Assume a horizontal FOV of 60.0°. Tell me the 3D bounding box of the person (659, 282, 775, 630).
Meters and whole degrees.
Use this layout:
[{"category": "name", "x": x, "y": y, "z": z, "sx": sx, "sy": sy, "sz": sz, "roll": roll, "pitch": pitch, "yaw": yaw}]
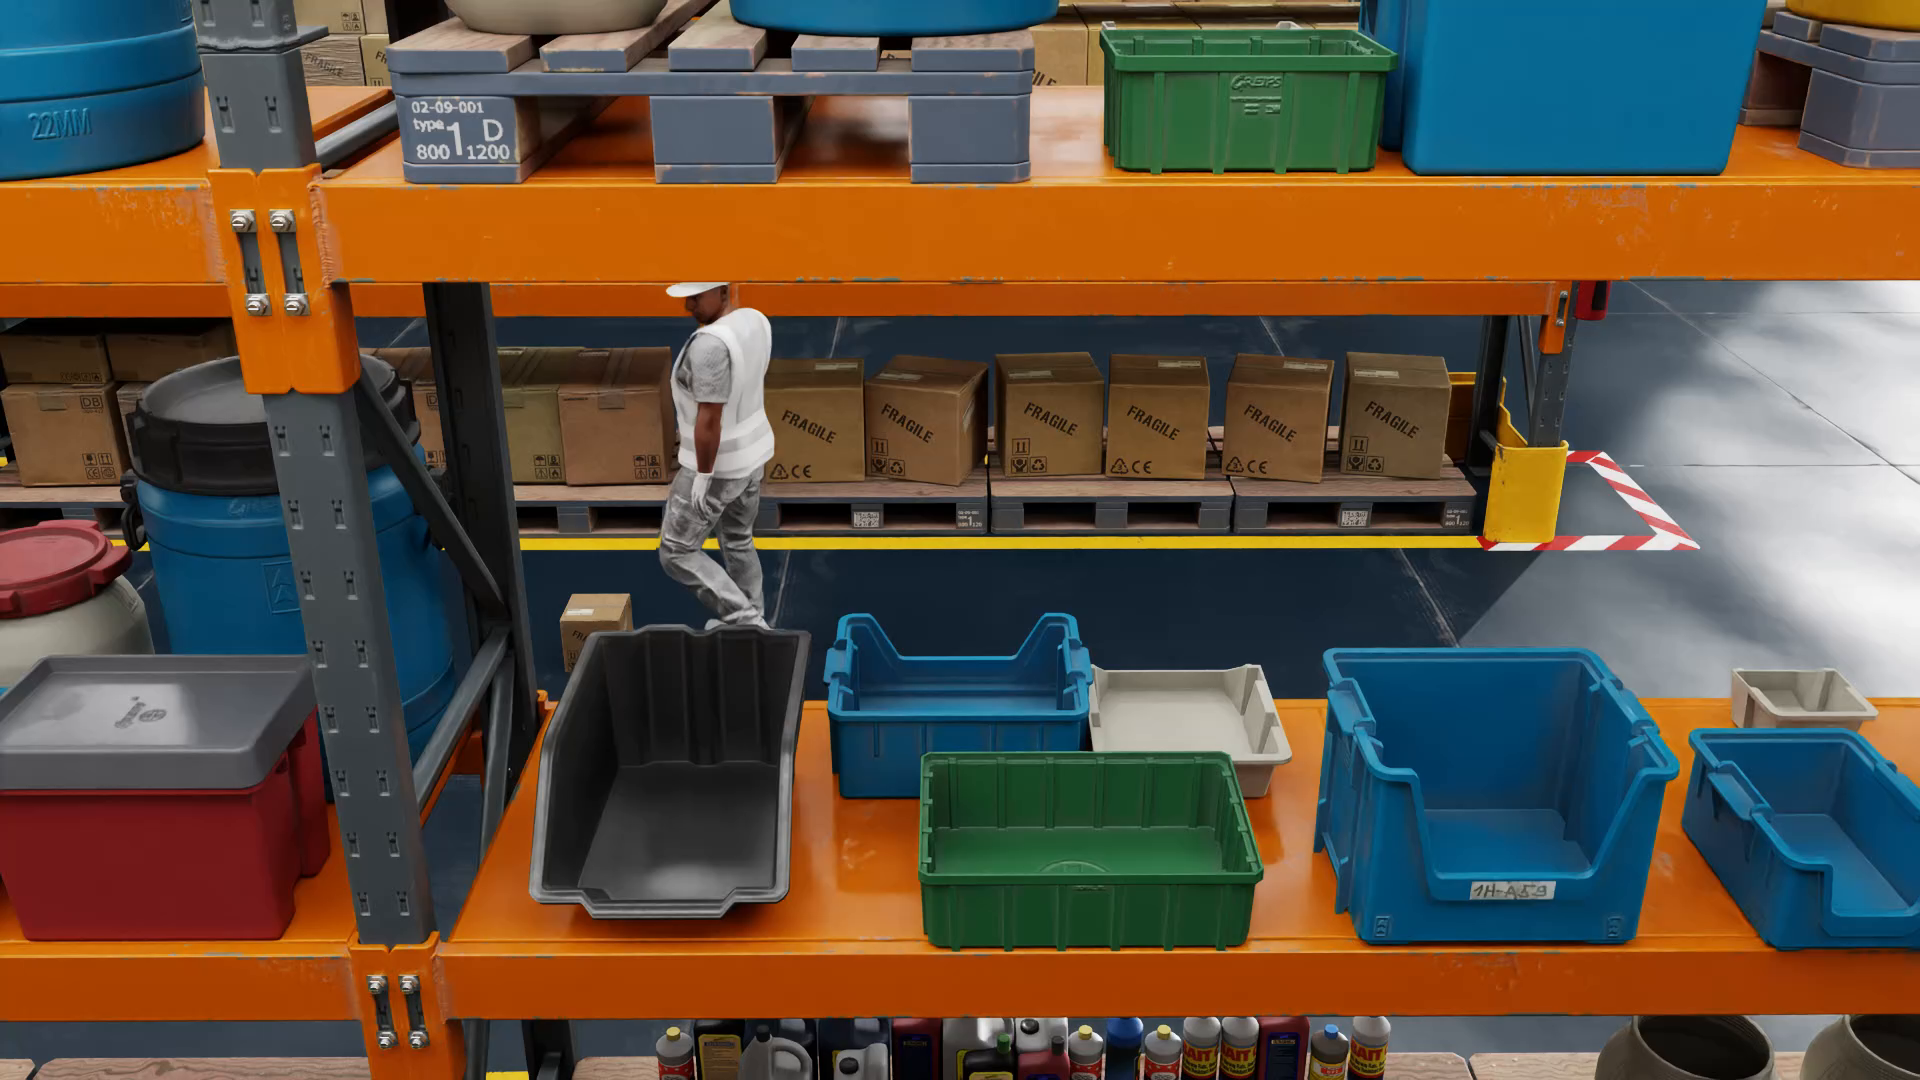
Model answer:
[{"category": "person", "x": -0.932, "y": -0.317, "z": 6.740, "sx": 0.517, "sy": 1.778, "sz": 0.622, "roll": 10, "pitch": 26, "yaw": 21}]
